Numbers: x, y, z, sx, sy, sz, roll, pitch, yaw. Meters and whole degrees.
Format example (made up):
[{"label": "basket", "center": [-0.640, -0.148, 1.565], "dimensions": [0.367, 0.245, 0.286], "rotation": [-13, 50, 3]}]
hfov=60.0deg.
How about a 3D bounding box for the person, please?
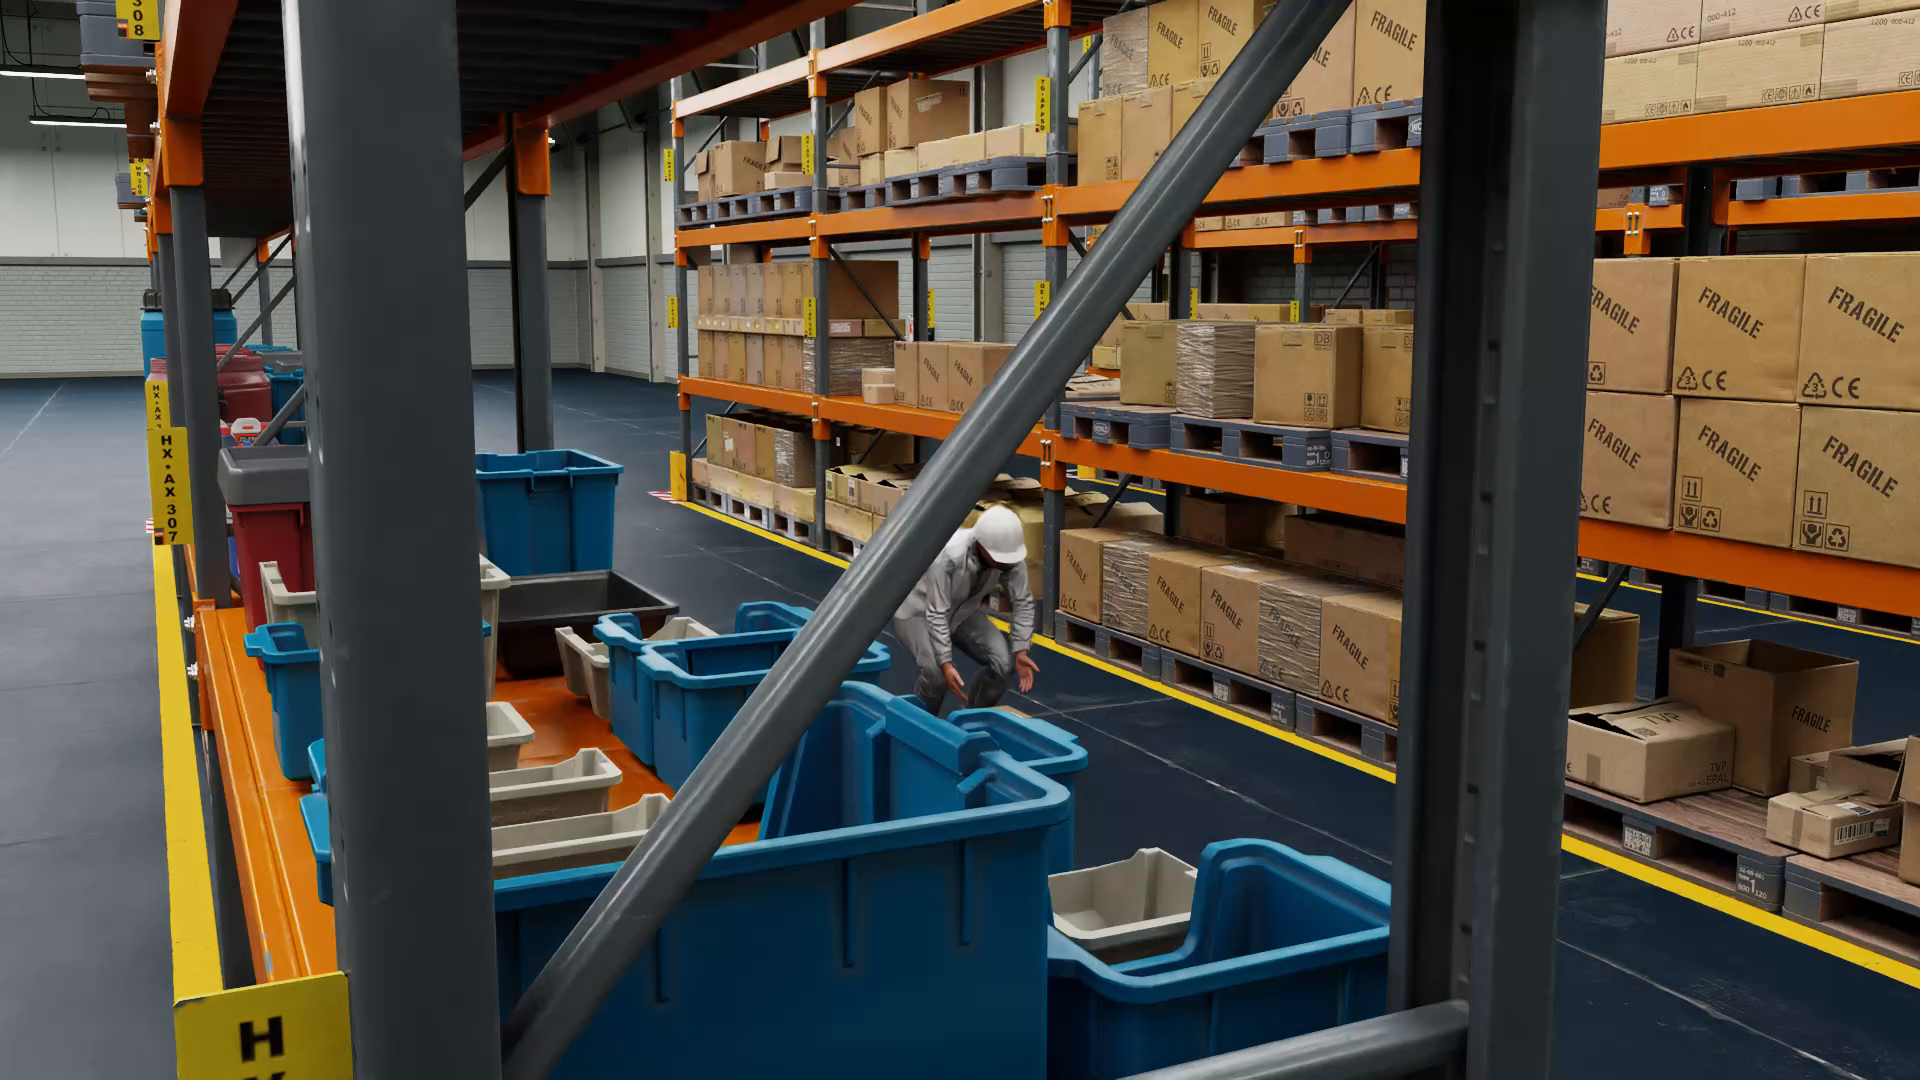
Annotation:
[{"label": "person", "center": [0.034, 0.404, 7.956], "dimensions": [0.573, 1.211, 0.851], "rotation": [-4, 9, -26]}]
